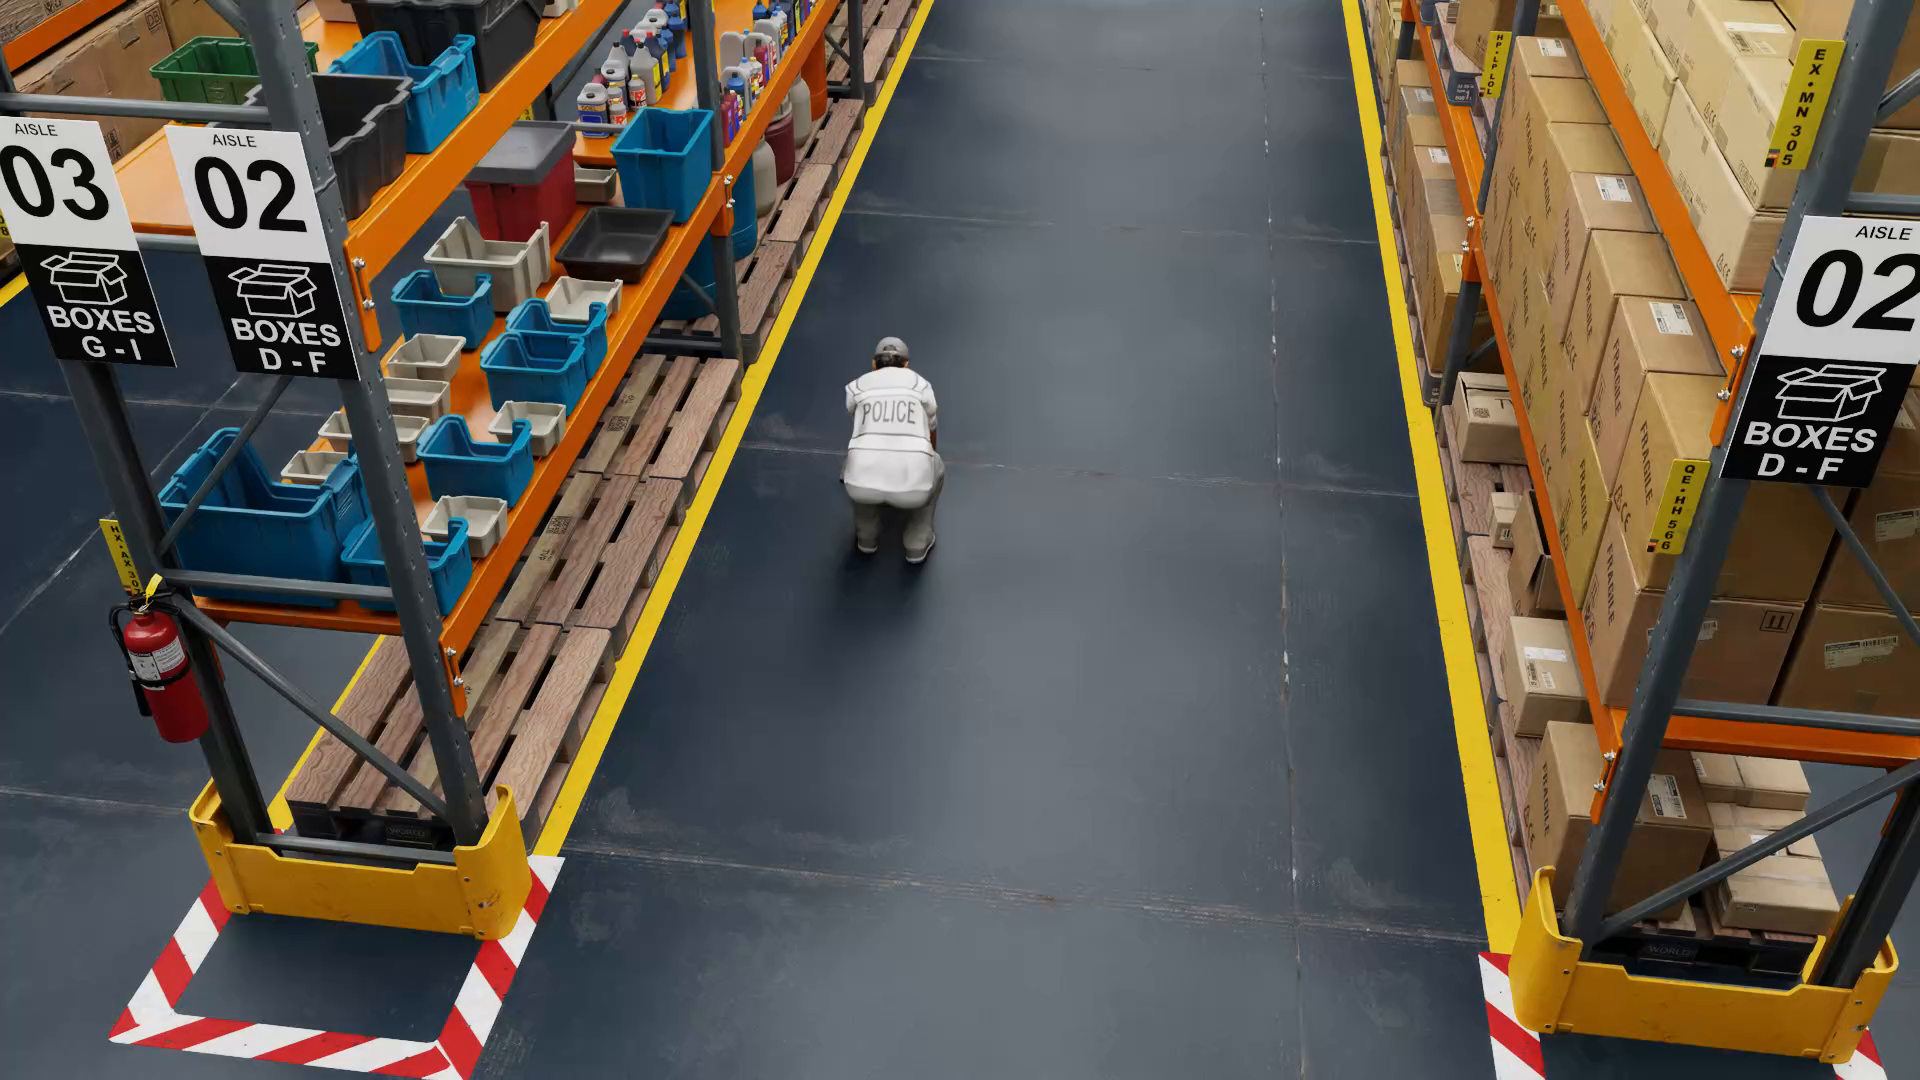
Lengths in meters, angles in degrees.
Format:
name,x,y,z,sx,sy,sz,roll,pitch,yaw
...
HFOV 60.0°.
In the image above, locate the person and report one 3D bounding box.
name,x,y,z,sx,sy,sz,roll,pitch,yaw
person,-0.327,-0.415,8.215,0.496,0.949,0.875,3,36,5
